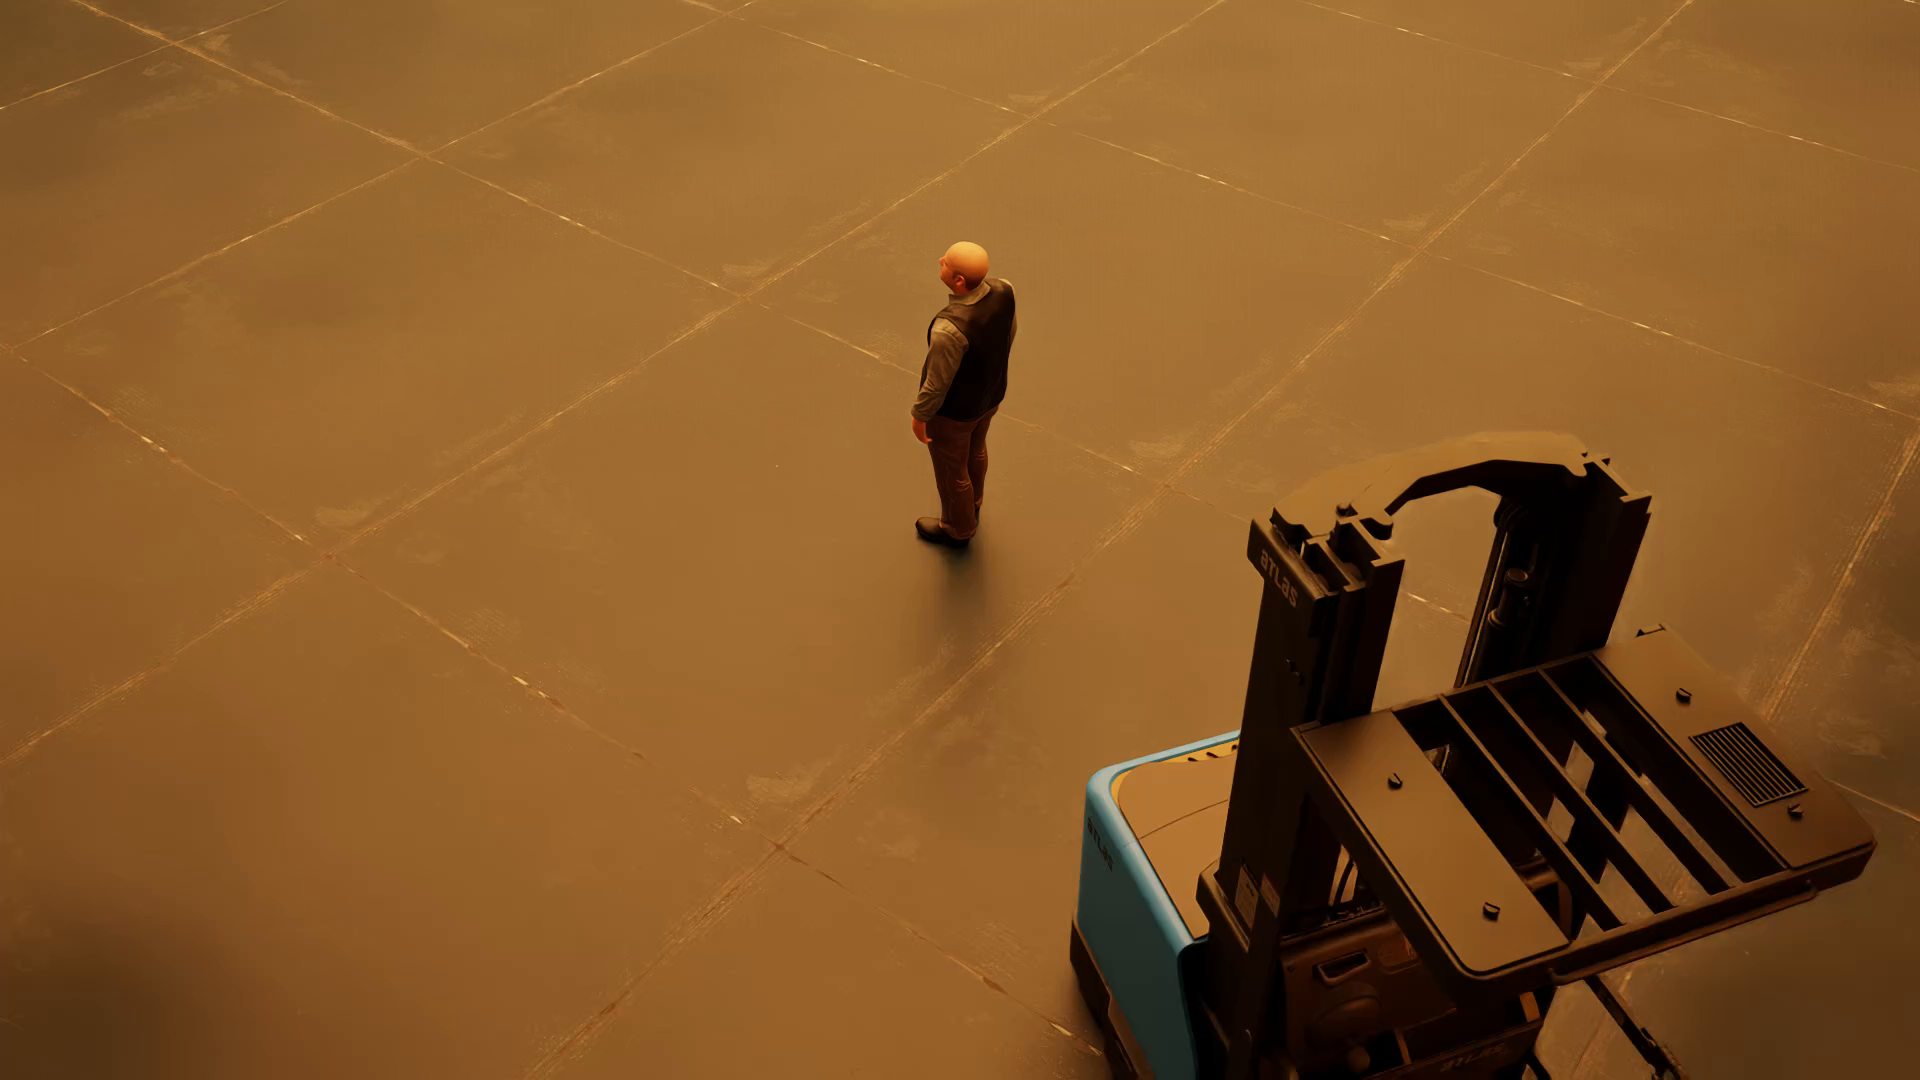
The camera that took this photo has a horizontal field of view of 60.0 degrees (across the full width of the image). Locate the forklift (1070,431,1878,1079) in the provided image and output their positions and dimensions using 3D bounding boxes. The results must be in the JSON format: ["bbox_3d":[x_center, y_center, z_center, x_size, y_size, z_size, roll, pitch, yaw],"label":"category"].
[{"bbox_3d":[1.400,1.296,4.554,1.130,2.935,3.031,-13,42,-15],"label":"forklift"}]

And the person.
[{"bbox_3d":[-0.046,-0.689,7.804,0.566,1.722,0.633,26,47,28],"label":"person"}]
